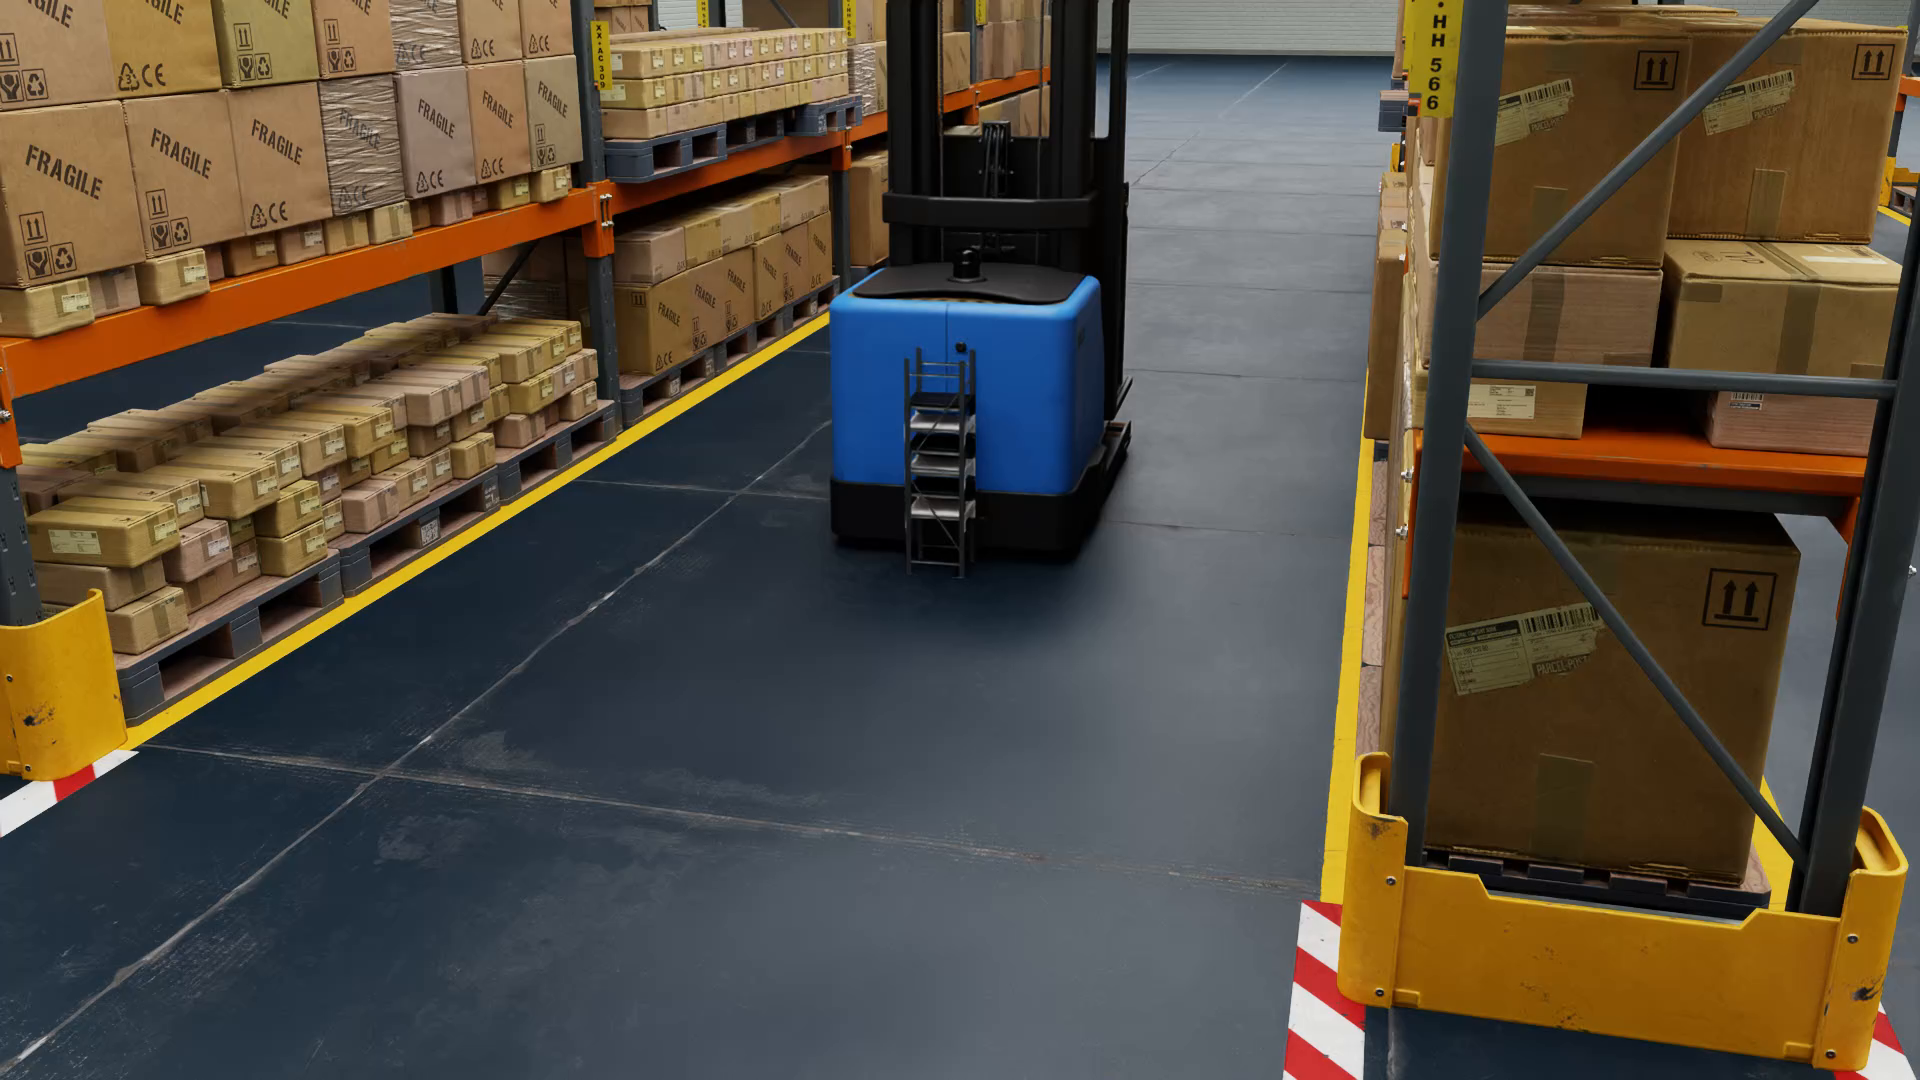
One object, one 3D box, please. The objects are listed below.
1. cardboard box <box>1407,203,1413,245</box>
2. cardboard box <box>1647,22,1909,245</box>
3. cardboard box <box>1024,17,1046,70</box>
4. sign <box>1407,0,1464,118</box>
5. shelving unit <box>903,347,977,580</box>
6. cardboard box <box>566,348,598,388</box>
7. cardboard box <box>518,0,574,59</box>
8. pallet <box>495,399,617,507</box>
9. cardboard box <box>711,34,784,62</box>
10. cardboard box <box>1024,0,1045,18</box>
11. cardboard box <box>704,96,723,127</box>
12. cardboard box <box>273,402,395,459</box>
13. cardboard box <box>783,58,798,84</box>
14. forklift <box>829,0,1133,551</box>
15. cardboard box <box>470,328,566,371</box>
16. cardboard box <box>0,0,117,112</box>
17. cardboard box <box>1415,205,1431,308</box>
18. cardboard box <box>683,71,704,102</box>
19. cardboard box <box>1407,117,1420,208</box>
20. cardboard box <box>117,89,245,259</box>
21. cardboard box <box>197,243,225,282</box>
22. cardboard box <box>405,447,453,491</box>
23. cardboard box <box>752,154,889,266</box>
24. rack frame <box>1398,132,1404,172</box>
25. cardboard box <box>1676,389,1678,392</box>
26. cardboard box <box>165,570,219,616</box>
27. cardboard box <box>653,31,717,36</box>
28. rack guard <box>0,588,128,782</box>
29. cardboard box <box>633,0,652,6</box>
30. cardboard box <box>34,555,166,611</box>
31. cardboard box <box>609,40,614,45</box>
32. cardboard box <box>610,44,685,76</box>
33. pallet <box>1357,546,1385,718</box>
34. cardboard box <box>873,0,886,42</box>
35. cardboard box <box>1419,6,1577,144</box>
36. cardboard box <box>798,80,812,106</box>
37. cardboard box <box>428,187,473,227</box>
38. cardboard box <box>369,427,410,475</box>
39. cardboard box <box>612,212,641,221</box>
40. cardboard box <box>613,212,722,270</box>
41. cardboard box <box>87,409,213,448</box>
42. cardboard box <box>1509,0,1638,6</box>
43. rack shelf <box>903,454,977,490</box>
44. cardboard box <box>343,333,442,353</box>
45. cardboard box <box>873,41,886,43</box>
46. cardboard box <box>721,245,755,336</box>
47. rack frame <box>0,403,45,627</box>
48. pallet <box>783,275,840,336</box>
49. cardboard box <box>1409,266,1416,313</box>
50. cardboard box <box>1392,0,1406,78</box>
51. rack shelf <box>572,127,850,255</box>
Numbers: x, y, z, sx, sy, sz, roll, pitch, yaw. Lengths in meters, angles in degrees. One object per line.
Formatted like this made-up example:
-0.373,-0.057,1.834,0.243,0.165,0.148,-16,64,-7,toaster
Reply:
1.968,-1.238,6.561,0.380,0.149,0.250,5,20,15,cardboard box
2.015,-1.045,4.219,0.500,0.500,0.500,4,19,12,cardboard box
0.478,-5.550,18.564,0.875,0.550,0.550,5,19,13,cardboard box
0.991,-1.042,3.440,0.100,0.325,0.005,5,19,13,sign
-0.079,-0.307,6.694,0.258,0.900,0.210,4,19,11,shelving unit
-2.063,-0.878,8.419,0.380,0.149,0.250,5,20,14,cardboard box
-2.147,-2.504,7.717,0.500,0.500,0.500,4,19,11,cardboard box
-2.424,-0.479,8.263,1.003,0.211,1.213,5,19,13,pallet
-1.310,-3.032,10.243,0.380,0.149,0.250,6,20,16,cardboard box
0.464,-6.062,18.393,0.875,0.550,0.550,5,19,13,cardboard box
-1.563,-2.423,9.379,0.380,0.149,0.250,5,19,14,cardboard box
-2.512,-0.441,6.678,0.380,0.149,0.250,5,19,14,cardboard box
-1.246,-2.973,10.529,0.380,0.149,0.250,5,19,13,cardboard box
0.260,-1.781,7.868,1.130,2.935,3.031,4,19,11,forklift
-2.153,-0.928,8.104,0.380,0.149,0.250,5,19,14,cardboard box
-2.904,-1.539,4.891,0.500,0.500,0.500,5,19,13,cardboard box
1.499,-0.736,4.475,0.500,0.250,0.500,4,19,12,cardboard box
-1.628,-2.482,9.092,0.380,0.149,0.250,5,20,15,cardboard box
2.340,-1.804,7.674,0.500,0.500,0.500,5,19,14,cardboard box
-2.788,-1.235,5.548,0.500,0.500,0.500,5,19,13,cardboard box
-2.804,-0.970,5.776,0.380,0.149,0.250,6,20,16,cardboard box
-2.441,-0.311,7.218,0.380,0.149,0.250,5,19,14,cardboard box
-1.081,-2.584,12.942,1.050,0.750,0.750,4,19,13,cardboard box
5.423,-5.350,18.209,1.000,3.000,0.127,5,19,13,rack frame
2.044,-0.462,4.288,0.380,0.149,0.250,4,19,12,cardboard box
-2.849,0.165,5.825,0.380,0.149,0.250,5,19,13,cardboard box
-1.810,-3.254,10.891,0.380,0.149,0.250,4,19,11,cardboard box
-3.253,0.401,5.240,1.175,0.500,0.348,5,19,13,rack guard
-4.100,-6.616,19.756,0.700,0.500,0.500,4,19,12,cardboard box
-2.895,0.107,5.533,0.380,0.149,0.250,5,20,16,cardboard box
-2.192,-2.762,9.452,0.380,0.149,0.250,5,19,13,cardboard box
-1.690,-2.548,8.826,0.380,0.149,0.250,5,20,15,cardboard box
1.933,0.347,5.846,1.003,0.211,1.213,5,19,13,pallet
-0.952,-4.246,13.275,0.700,0.500,0.500,4,19,13,cardboard box
1.998,-1.730,6.222,0.500,0.500,0.500,5,19,13,cardboard box
-1.181,-2.918,10.830,0.380,0.149,0.250,4,19,13,cardboard box
-2.342,-1.450,7.182,0.380,0.149,0.250,4,19,11,cardboard box
-2.557,-0.392,6.996,0.380,0.149,0.250,6,20,16,cardboard box
-2.219,-1.796,9.863,0.500,0.250,0.500,6,20,16,cardboard box
-1.730,-1.760,9.758,0.500,0.250,0.500,5,20,15,cardboard box
-3.194,-0.405,6.574,0.380,0.149,0.250,5,20,15,cardboard box
2.639,-2.311,7.607,0.797,0.503,0.637,4,19,12,cardboard box
-0.079,-0.275,6.705,0.258,0.077,0.200,4,19,11,rack shelf
-2.718,-0.887,7.983,0.380,0.149,0.250,4,19,13,cardboard box
-0.700,-3.750,13.371,0.500,0.500,0.500,5,19,13,cardboard box
-1.614,-1.570,10.360,0.500,0.500,0.500,5,19,14,cardboard box
-3.272,-0.758,4.767,1.000,3.000,0.127,5,19,13,rack frame
-1.509,-1.701,11.842,1.003,0.211,1.213,5,19,13,pallet
1.592,-0.755,5.146,0.380,0.149,0.250,5,19,14,cardboard box
4.115,-4.341,13.677,1.000,1.000,1.000,5,19,14,cardboard box
-1.806,-2.298,10.389,1.077,0.370,4.000,5,19,13,rack shelf
